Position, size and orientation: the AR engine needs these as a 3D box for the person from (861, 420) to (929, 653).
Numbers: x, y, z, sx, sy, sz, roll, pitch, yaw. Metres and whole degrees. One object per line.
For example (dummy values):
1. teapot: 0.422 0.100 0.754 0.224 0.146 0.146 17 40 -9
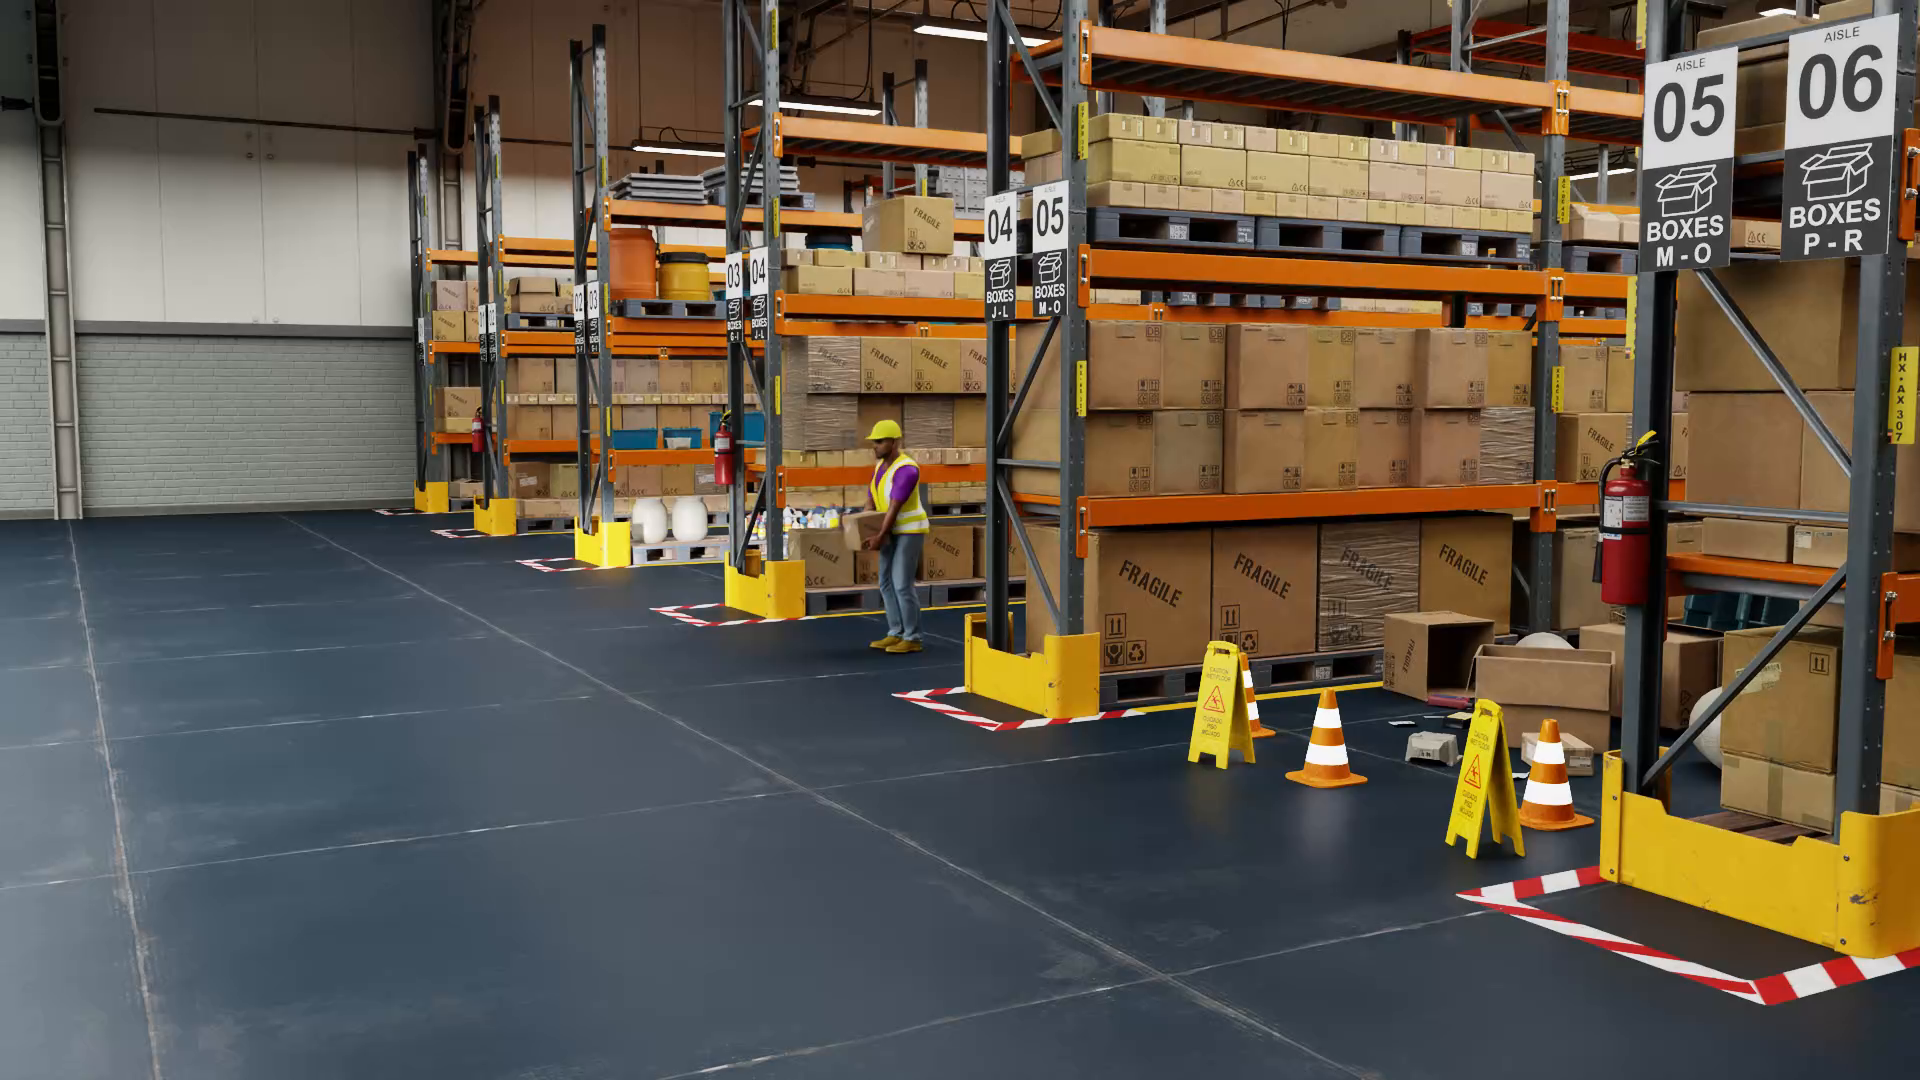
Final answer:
1. person: -0.534 -0.027 12.539 0.593 1.746 0.501 -3 6 -30
